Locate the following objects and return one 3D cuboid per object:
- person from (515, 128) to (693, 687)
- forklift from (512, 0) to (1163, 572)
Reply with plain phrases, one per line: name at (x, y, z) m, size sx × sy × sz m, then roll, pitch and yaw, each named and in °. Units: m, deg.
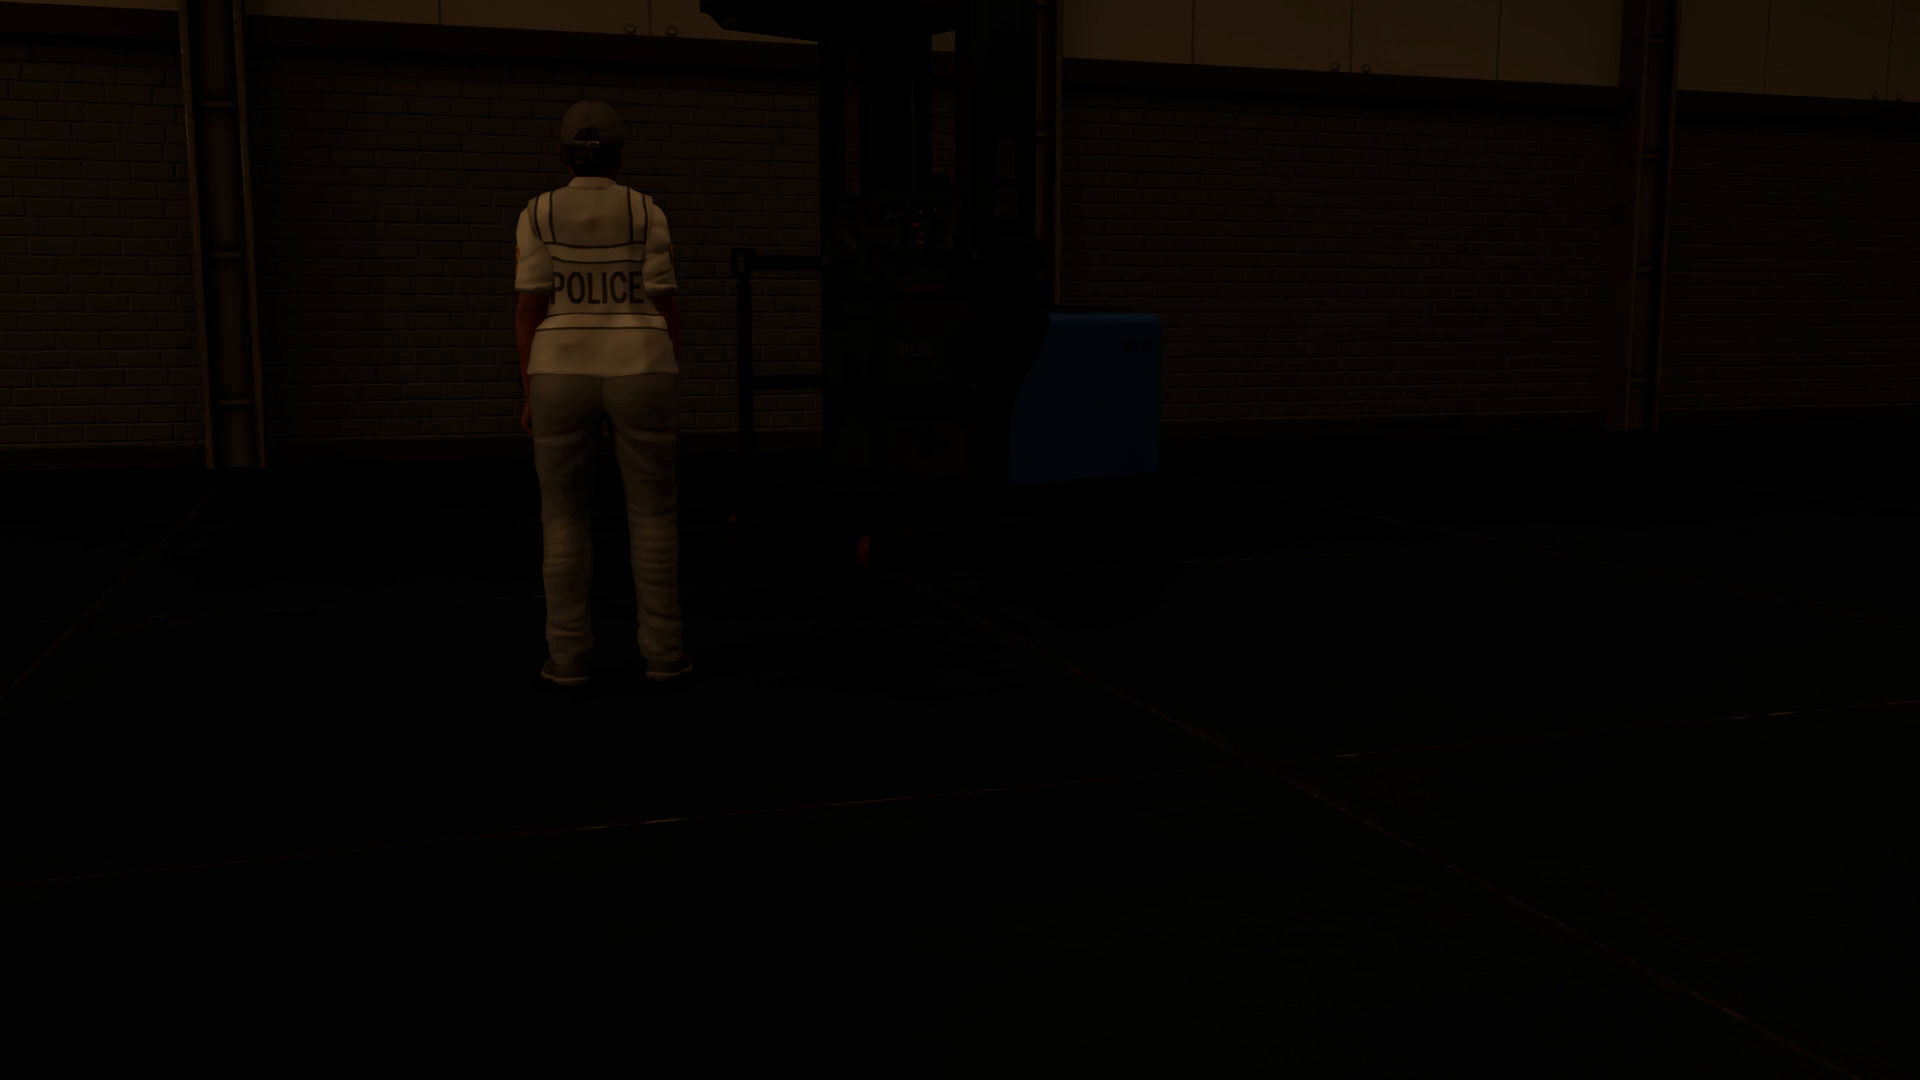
person at (-1.023, -0.402, 4.792) m, size 0.484 × 1.651 × 0.396 m, roll -2°, pitch 8°, yaw -14°
forklift at (-0.461, -1.399, 7.333) m, size 3.031 × 2.935 × 1.130 m, roll -7°, pitch 10°, yaw -40°
